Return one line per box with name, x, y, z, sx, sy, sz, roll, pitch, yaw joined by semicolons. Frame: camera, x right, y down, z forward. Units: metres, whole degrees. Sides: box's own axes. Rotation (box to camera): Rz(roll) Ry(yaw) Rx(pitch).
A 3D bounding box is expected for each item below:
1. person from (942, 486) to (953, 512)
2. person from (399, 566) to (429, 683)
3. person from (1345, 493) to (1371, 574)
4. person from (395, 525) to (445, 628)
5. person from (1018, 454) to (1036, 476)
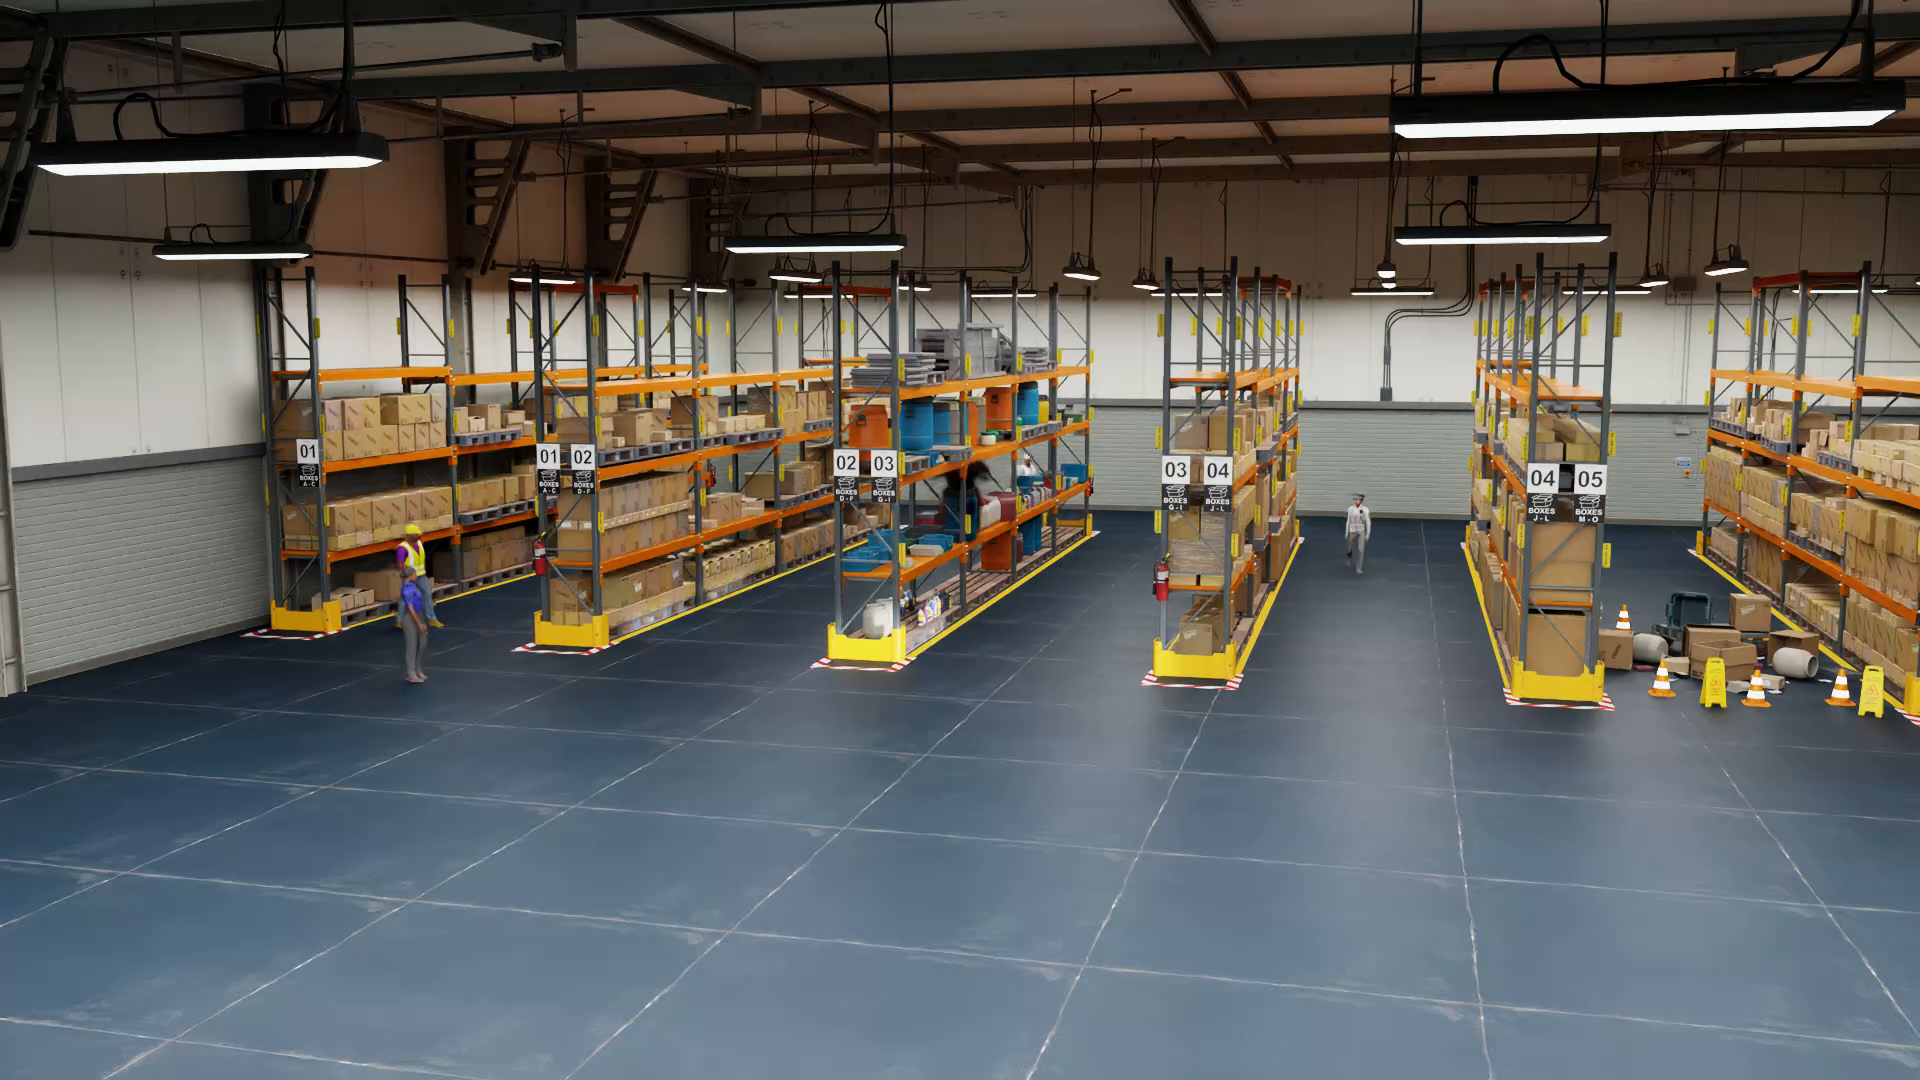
person;-0.168;-0.412;36.562;0.468;1.557;0.595;3;8;24
person;-7.746;1.311;23.713;0.466;1.497;0.524;1;7;7
person;8.193;-0.162;34.233;0.506;1.640;0.707;1;7;12
person;-9.151;0.609;27.909;0.661;1.760;0.706;5;9;36
person;1.744;-1.337;42.872;0.501;1.772;0.539;2;8;18
